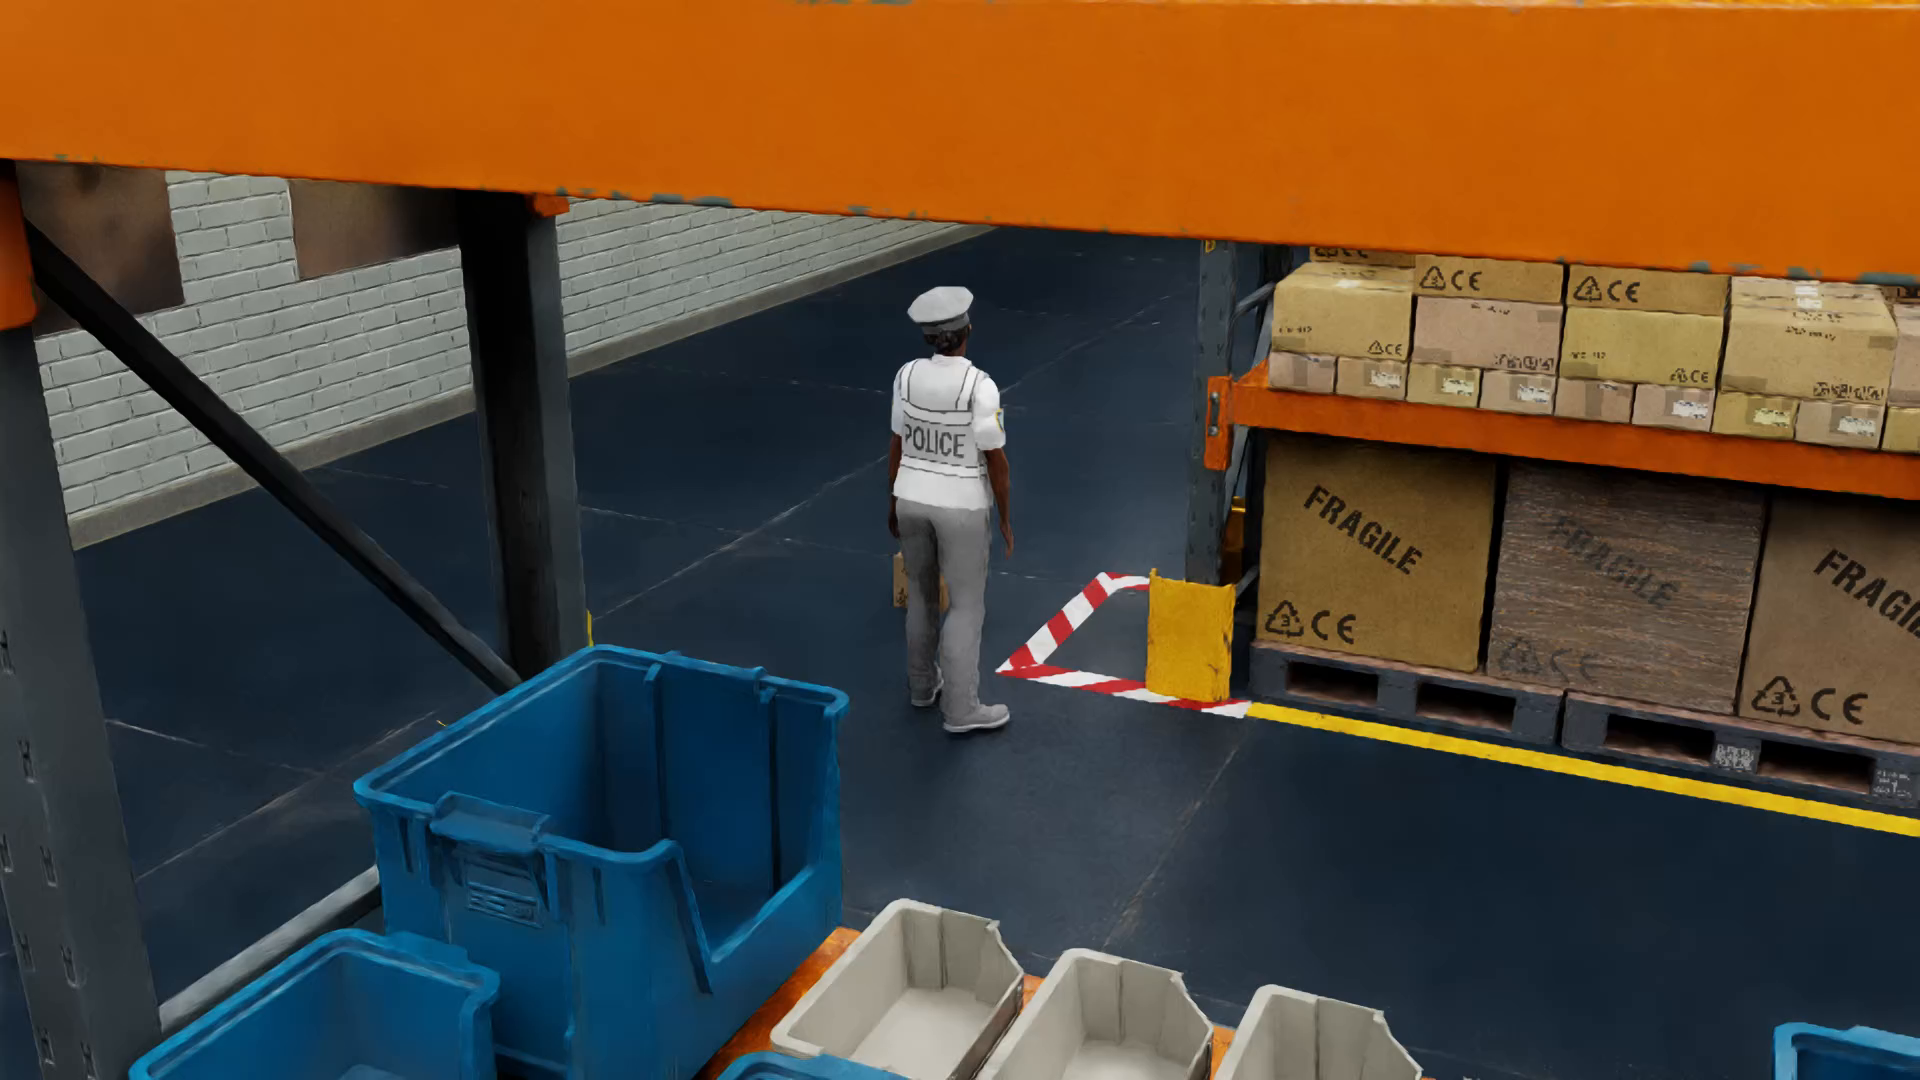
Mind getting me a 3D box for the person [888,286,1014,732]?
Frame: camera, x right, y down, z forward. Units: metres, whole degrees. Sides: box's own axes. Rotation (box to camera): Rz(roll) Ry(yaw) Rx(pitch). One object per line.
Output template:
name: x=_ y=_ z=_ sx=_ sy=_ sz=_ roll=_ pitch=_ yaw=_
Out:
person: x=-0.033 y=-0.119 z=6.328 sx=0.524 sy=1.681 sz=0.441 roll=10 pitch=21 yaw=26
